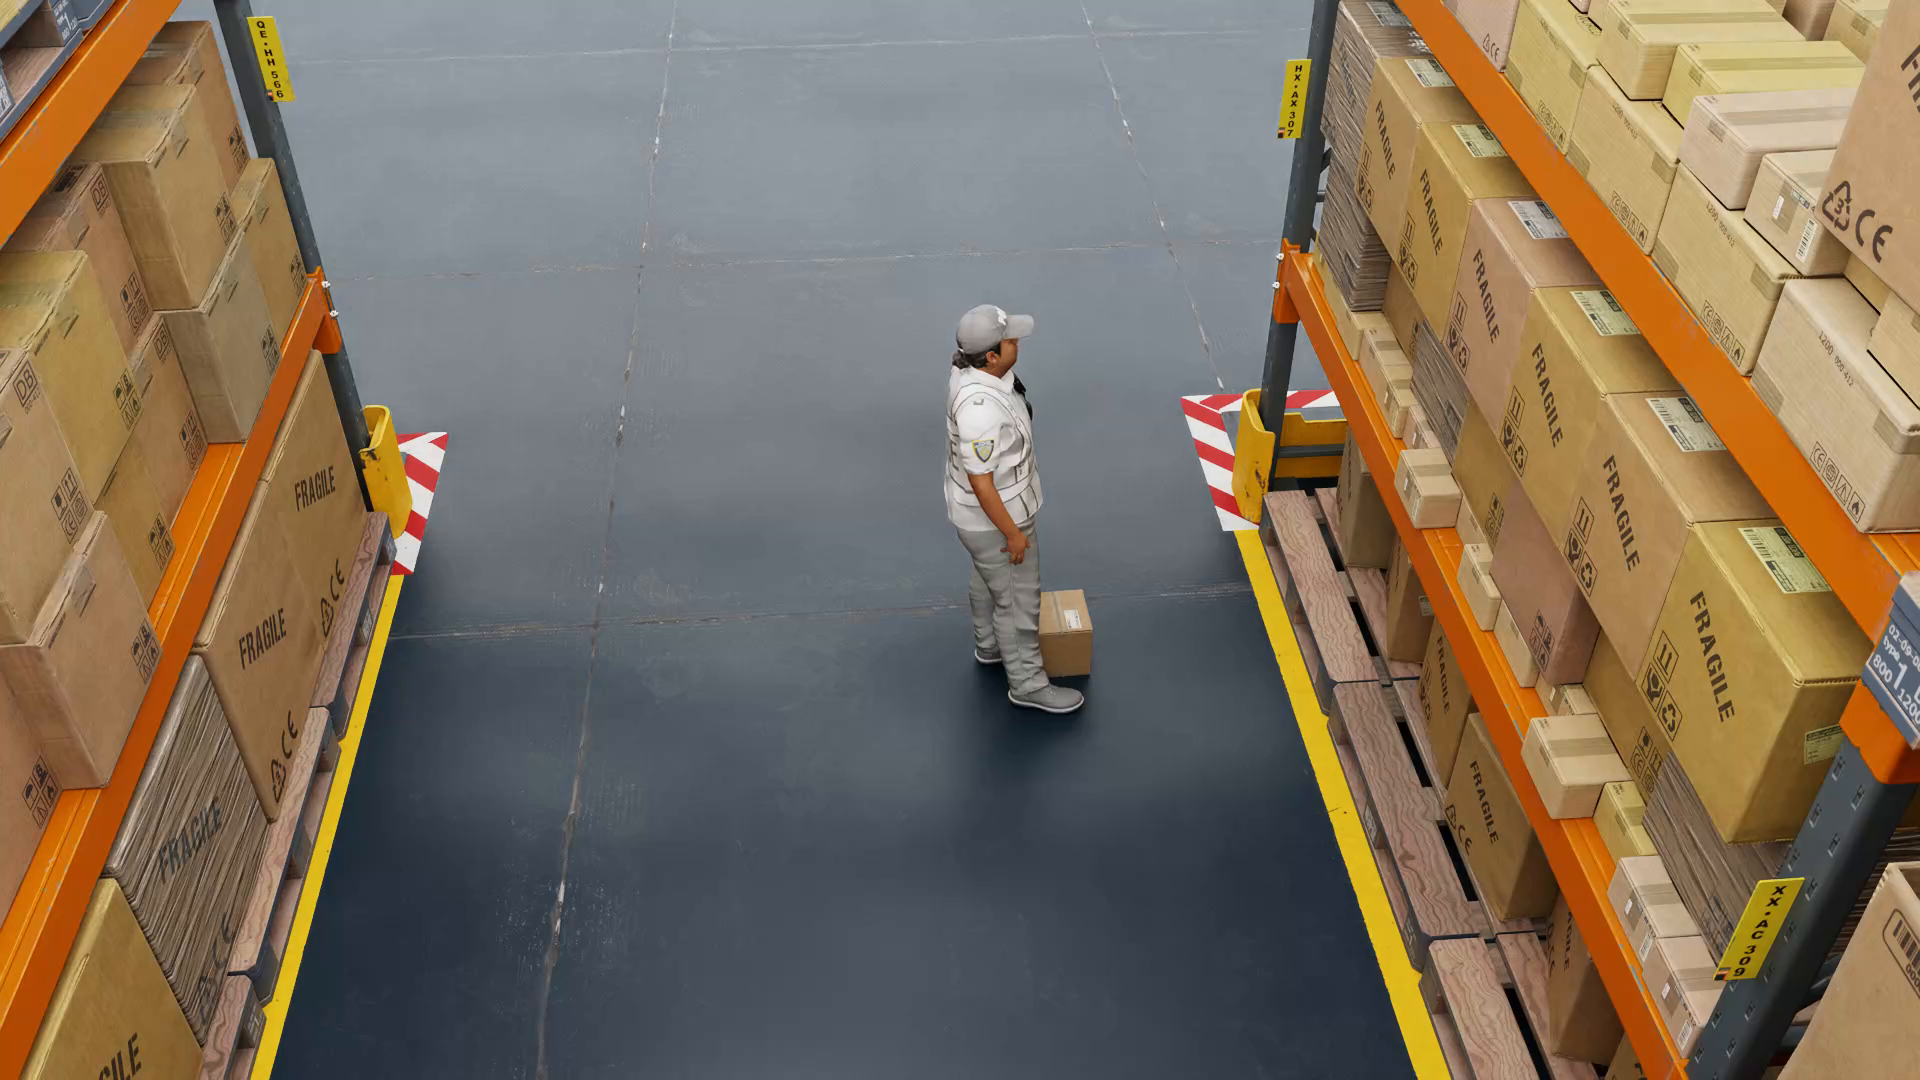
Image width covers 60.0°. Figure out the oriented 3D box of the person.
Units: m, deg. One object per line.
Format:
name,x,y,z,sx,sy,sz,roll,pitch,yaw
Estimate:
person,0.210,-0.130,6.295,0.529,1.670,0.598,-3,39,-4
